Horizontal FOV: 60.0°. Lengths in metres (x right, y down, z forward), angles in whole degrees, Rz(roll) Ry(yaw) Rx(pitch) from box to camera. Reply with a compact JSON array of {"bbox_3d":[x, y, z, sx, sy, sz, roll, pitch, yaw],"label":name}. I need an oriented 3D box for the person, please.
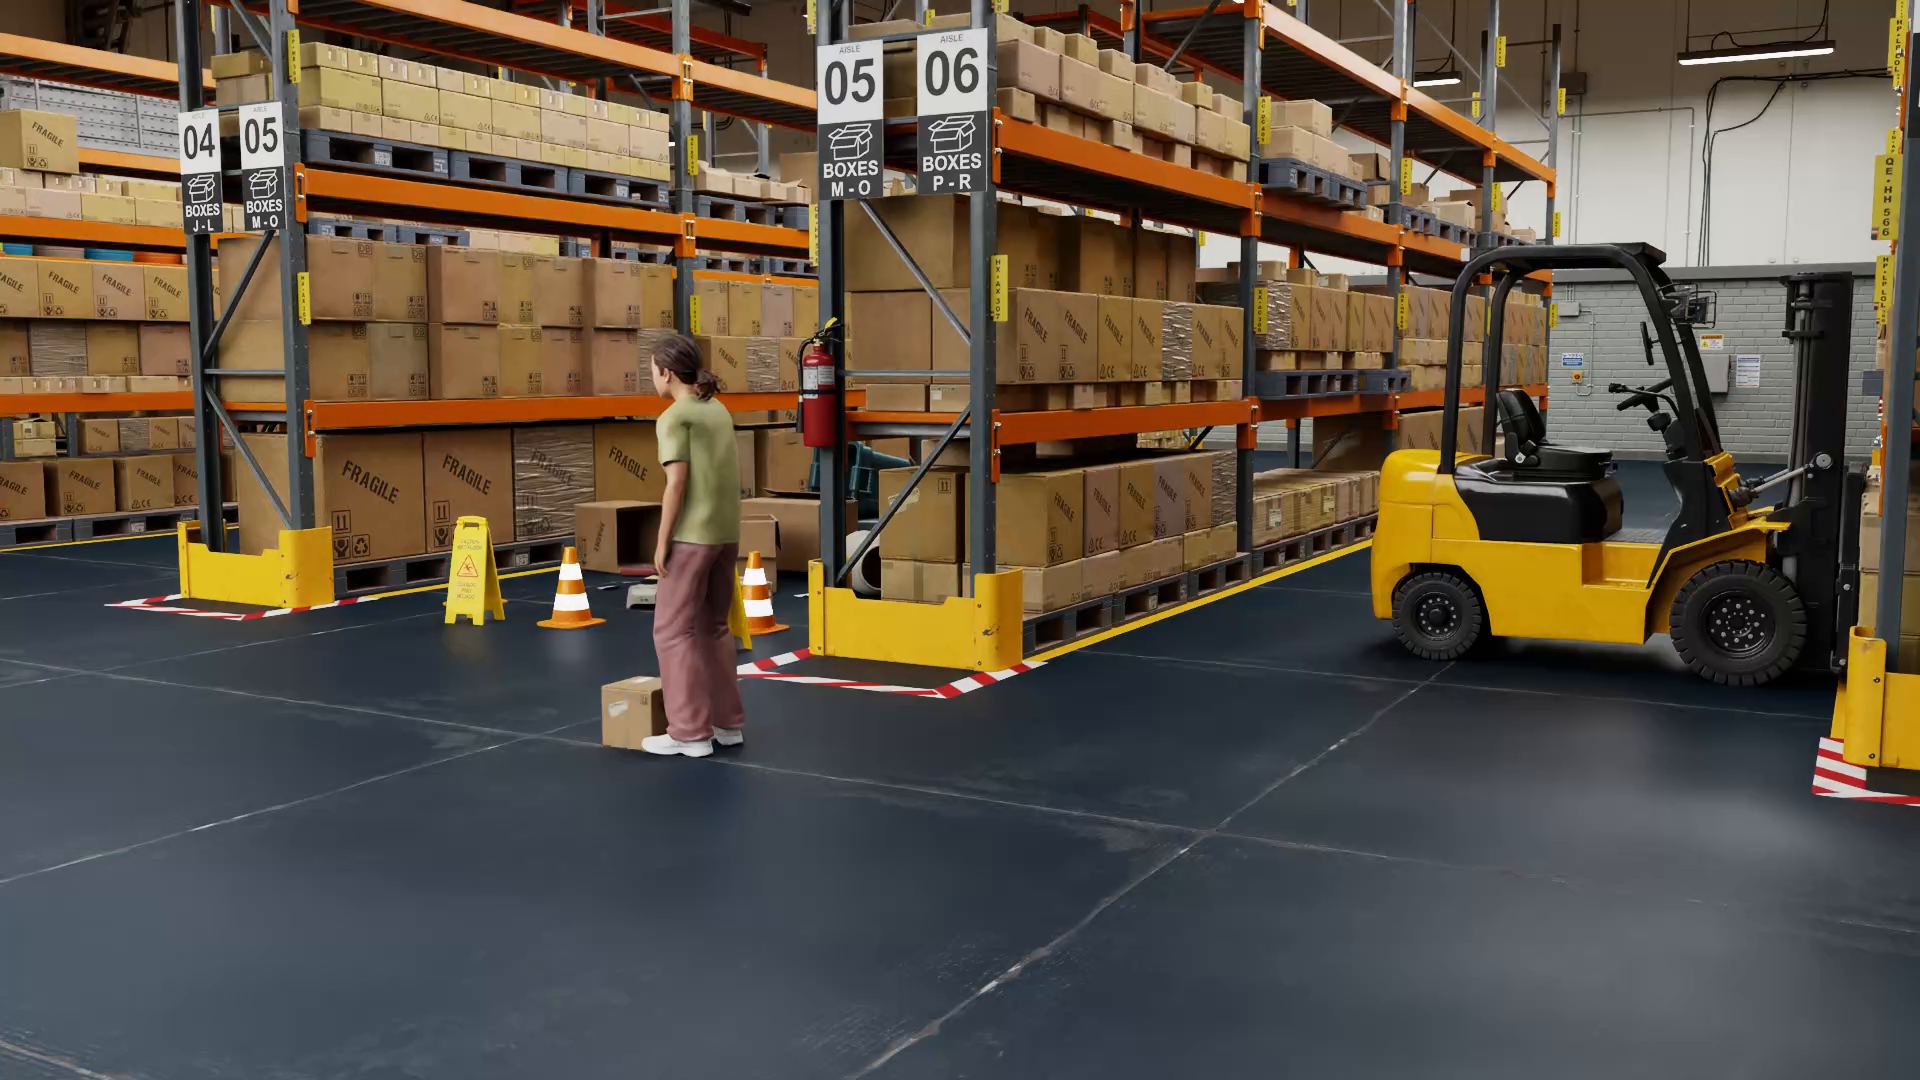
[{"bbox_3d":[-1.068,0.018,6.662,0.355,1.672,0.498,3,7,26],"label":"person"}]
